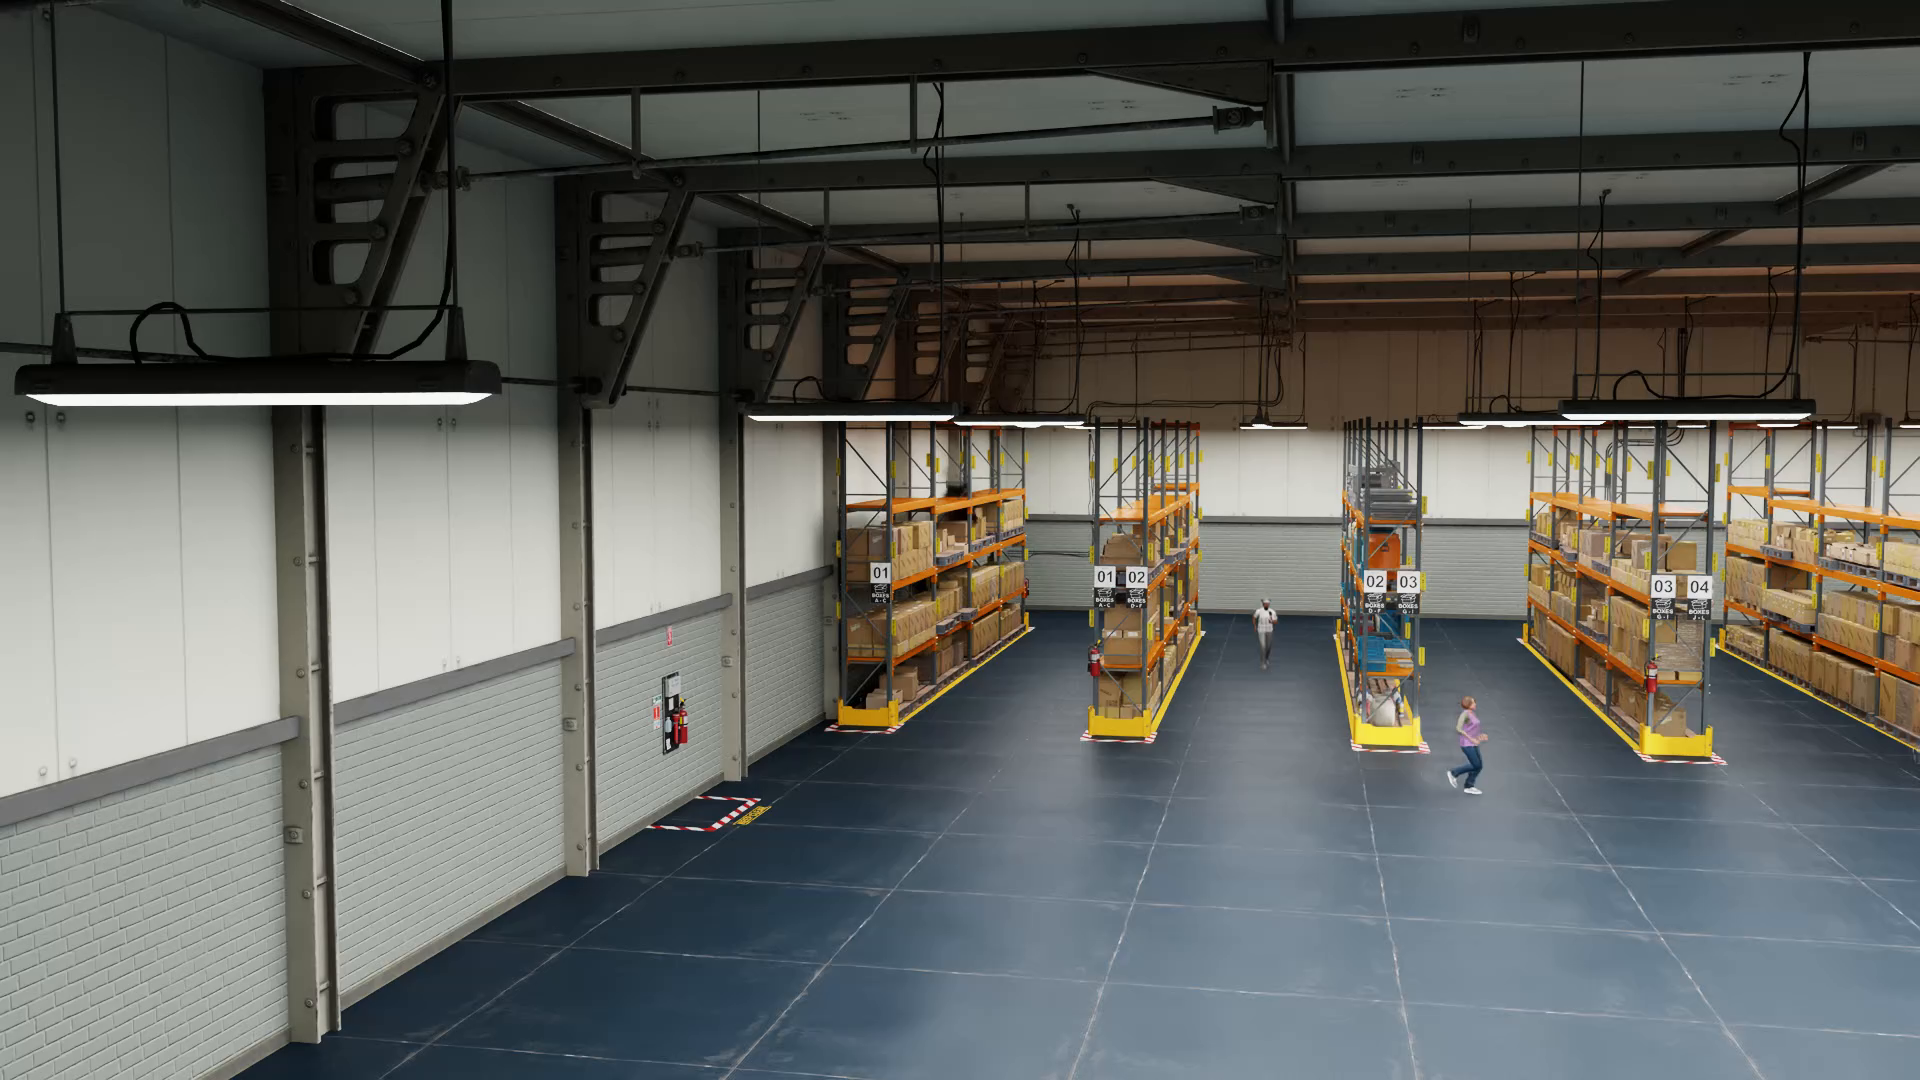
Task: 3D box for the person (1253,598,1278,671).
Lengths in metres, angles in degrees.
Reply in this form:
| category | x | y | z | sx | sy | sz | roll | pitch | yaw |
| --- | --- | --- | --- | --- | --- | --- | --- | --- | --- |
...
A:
| category | x | y | z | sx | sy | sz | roll | pitch | yaw |
| --- | --- | --- | --- | --- | --- | --- | --- | --- | --- |
| person | 7.400 | 2.249 | 40.284 | 0.562 | 1.716 | 0.885 | 0 | 4 | 0 |

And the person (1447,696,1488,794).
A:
| category | x | y | z | sx | sy | sz | roll | pitch | yaw |
| --- | --- | --- | --- | --- | --- | --- | --- | --- | --- |
| person | 8.030 | 3.238 | 26.315 | 0.565 | 1.547 | 0.537 | 2 | 4 | 34 |

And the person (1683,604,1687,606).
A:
| category | x | y | z | sx | sy | sz | roll | pitch | yaw |
| --- | --- | --- | --- | --- | --- | --- | --- | --- | --- |
| person | 19.086 | 1.960 | 44.601 | 0.715 | 1.714 | 1.002 | 3 | 5 | 41 |

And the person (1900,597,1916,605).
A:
| category | x | y | z | sx | sy | sz | roll | pitch | yaw |
| --- | --- | --- | --- | --- | --- | --- | --- | --- | --- |
| person | 25.335 | 1.981 | 44.551 | 0.886 | 1.650 | 0.671 | 2 | 4 | 27 |
